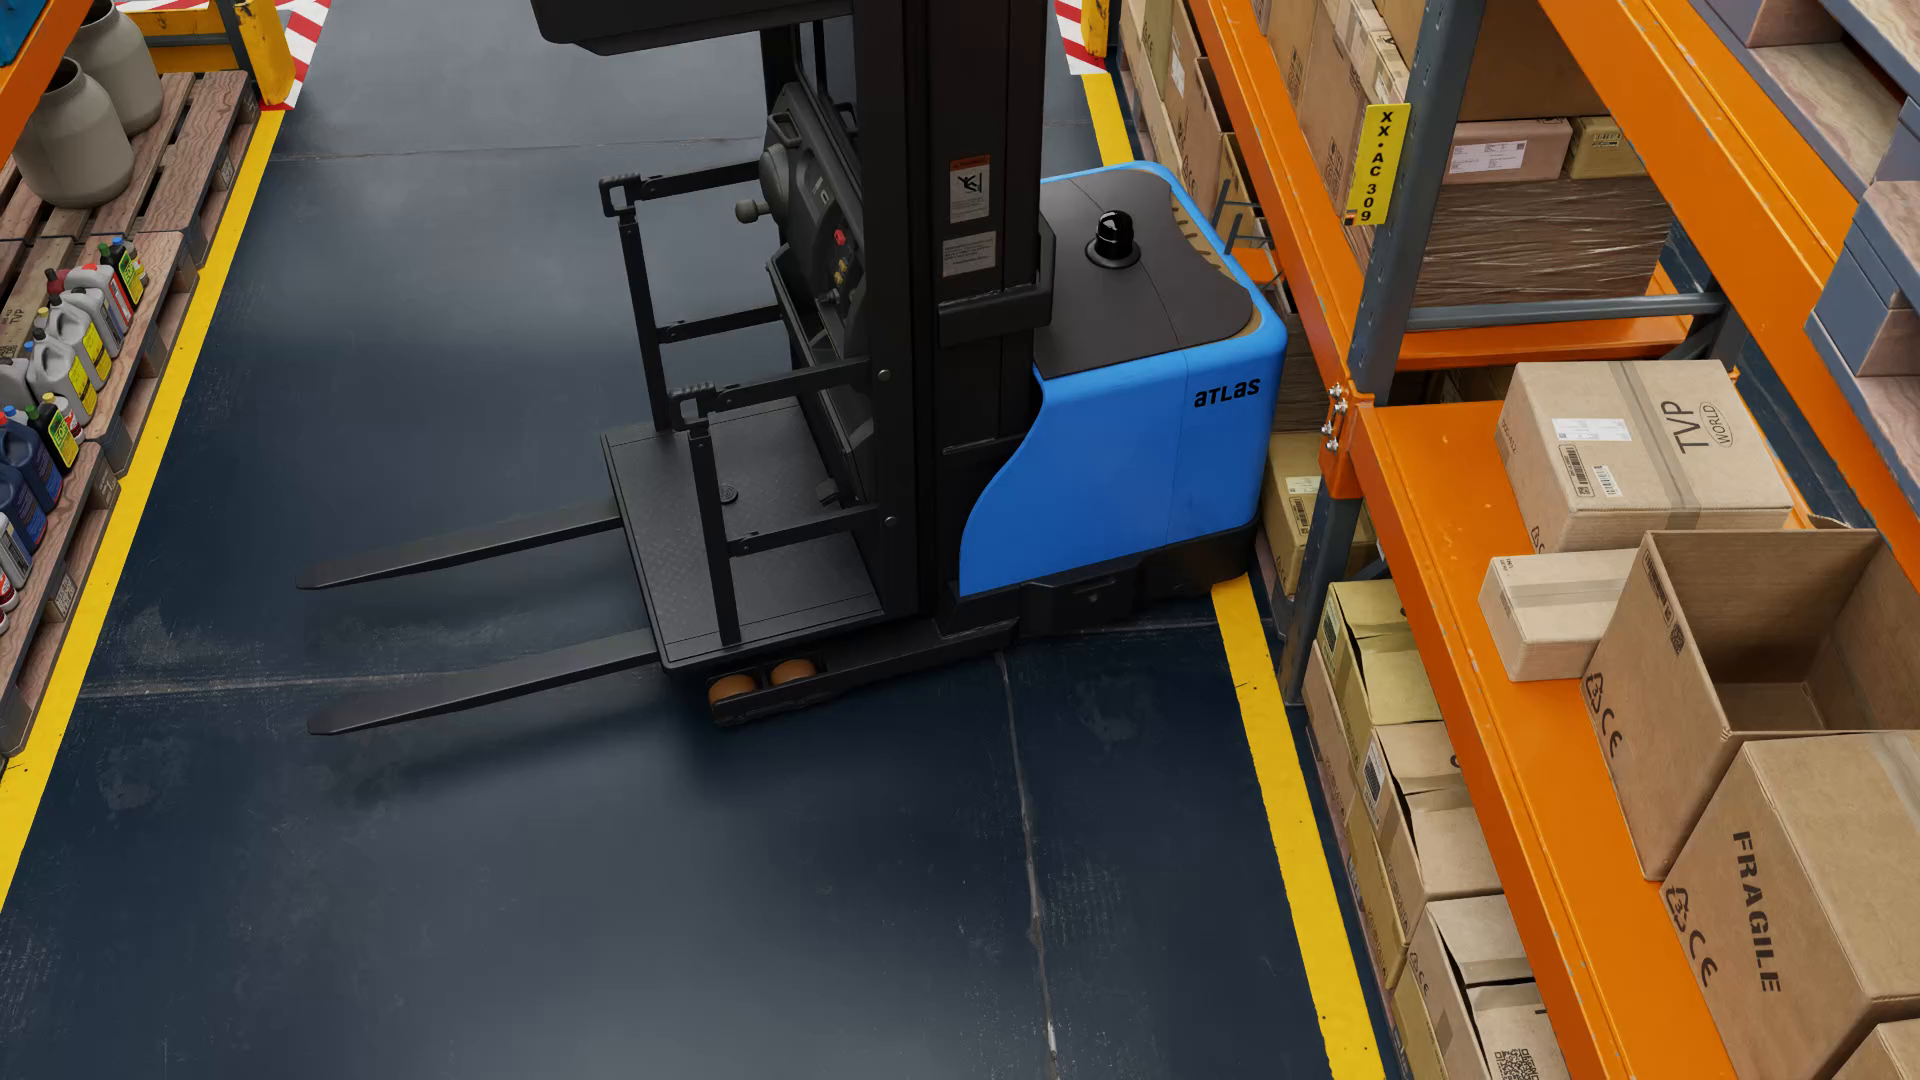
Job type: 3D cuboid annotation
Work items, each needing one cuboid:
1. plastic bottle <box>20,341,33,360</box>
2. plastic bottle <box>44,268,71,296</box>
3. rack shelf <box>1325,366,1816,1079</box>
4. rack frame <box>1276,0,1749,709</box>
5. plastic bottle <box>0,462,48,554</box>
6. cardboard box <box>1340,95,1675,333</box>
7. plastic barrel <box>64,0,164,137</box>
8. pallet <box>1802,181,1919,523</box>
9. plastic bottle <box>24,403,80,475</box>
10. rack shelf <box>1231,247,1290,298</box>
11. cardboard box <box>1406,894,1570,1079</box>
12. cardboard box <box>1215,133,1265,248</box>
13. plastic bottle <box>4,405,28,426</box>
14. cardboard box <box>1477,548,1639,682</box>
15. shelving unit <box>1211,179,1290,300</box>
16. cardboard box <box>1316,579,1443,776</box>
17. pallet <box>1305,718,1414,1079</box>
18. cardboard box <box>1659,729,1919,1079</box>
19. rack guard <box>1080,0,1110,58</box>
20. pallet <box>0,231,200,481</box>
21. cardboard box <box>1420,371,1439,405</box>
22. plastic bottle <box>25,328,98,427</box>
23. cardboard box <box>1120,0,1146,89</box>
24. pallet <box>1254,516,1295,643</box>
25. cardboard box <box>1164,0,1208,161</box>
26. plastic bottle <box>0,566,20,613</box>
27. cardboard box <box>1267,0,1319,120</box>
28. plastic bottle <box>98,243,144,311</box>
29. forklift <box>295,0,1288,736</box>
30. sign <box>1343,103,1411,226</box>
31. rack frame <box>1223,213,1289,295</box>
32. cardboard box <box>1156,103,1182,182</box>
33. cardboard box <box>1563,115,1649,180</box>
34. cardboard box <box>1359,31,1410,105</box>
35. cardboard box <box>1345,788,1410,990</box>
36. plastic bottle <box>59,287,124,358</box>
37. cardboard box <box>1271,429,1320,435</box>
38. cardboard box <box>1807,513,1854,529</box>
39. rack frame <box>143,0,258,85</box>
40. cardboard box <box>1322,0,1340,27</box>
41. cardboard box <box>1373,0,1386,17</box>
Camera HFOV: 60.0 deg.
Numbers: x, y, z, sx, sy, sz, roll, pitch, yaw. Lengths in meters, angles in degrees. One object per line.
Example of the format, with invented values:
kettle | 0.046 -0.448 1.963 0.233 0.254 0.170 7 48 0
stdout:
plastic bottle | -3.257 -0.616 5.891 0.097 0.201 0.097 0 47 0
plastic bottle | -3.275 -0.896 6.100 0.061 0.283 0.133 -3 47 -3
rack shelf | 1.685 1.119 3.120 1.077 0.370 4.000 -3 47 -3
rack frame | 1.517 -0.576 4.229 1.000 3.000 0.127 -3 47 -3
plastic bottle | -3.073 -0.127 5.326 0.144 0.351 0.185 -2 47 -2
cardboard box | 1.474 -0.931 4.497 0.700 0.500 0.500 -5 47 -4
plastic barrel | -3.622 -1.989 6.992 0.421 0.512 0.421 0 47 0
pallet | 1.610 0.057 1.694 1.003 0.211 1.213 -2 47 -1
plastic bottle | -3.061 -0.363 5.595 0.061 0.283 0.133 -2 47 -2
rack shelf | 0.898 -0.842 5.280 0.258 0.103 0.180 3 45 -10
cardboard box | 1.385 1.083 3.876 0.500 0.311 0.500 -5 47 -5
cardboard box | 1.185 -1.079 5.794 0.500 0.500 0.500 -3 47 -3
plastic bottle | -3.138 -0.341 5.583 0.097 0.271 0.097 0 47 0
cardboard box | 1.388 0.164 3.702 0.380 0.149 0.250 -3 47 -3
shelving unit | 0.849 -0.621 5.499 0.258 1.200 0.189 3 45 -10
cardboard box | 1.304 0.347 4.574 0.500 0.311 0.500 -3 47 -3
pallet | 1.618 0.914 4.739 1.003 0.211 1.213 -3 47 -3
cardboard box | 1.651 0.690 2.962 0.500 0.500 0.500 -3 47 -3
rack guard | 1.181 -2.628 7.894 1.175 0.500 0.348 -3 47 -3
pallet | -3.539 -0.692 6.260 1.003 0.211 1.213 -3 47 -3
cardboard box | 1.741 -0.748 5.481 0.500 0.500 0.500 -3 47 -3
plastic bottle | -3.124 -0.571 5.747 0.144 0.351 0.185 -4 47 -4
cardboard box | 1.006 -2.267 7.436 0.500 0.250 0.500 -3 47 -3
pallet | 1.493 -0.195 5.789 1.003 0.211 1.213 -3 47 -3
cardboard box | 1.104 -1.803 6.479 0.500 0.500 0.500 -3 47 -3
plastic bottle | -3.026 0.129 5.186 0.097 0.201 0.097 0 47 0
cardboard box | 1.385 -1.675 5.202 0.700 0.500 0.500 -3 47 -3
plastic bottle | -3.135 -1.003 6.202 0.061 0.283 0.133 -2 47 -2
forklift | -0.592 -0.863 4.549 3.031 2.935 1.130 -14 48 -13
sign | 0.964 -0.866 3.853 0.100 0.325 0.005 -3 47 -3
rack frame | 0.857 -0.556 5.435 0.240 1.200 0.006 3 45 -10
cardboard box | 1.093 -1.544 6.751 0.500 0.250 0.500 -3 47 -3
cardboard box | 1.688 -1.040 4.153 0.380 0.149 0.250 -4 47 -3
cardboard box | 1.262 -1.196 4.301 0.380 0.149 0.250 -4 47 -4
cardboard box | 1.346 0.902 4.434 0.500 0.250 0.500 -2 47 -2
plastic bottle | -3.158 -0.800 6.014 0.152 0.276 0.135 -5 47 -4
cardboard box | 1.229 -0.459 5.724 0.500 0.250 0.500 -3 47 -3
cardboard box | 1.774 0.095 3.686 0.396 0.266 0.258 -5 47 -4
rack frame | -3.754 -3.172 6.688 1.000 3.000 0.127 -3 47 -3
cardboard box | 1.215 -1.575 4.660 0.380 0.149 0.250 -4 47 -3
cardboard box | 1.430 -1.743 4.372 0.700 0.500 0.500 -4 47 -3
